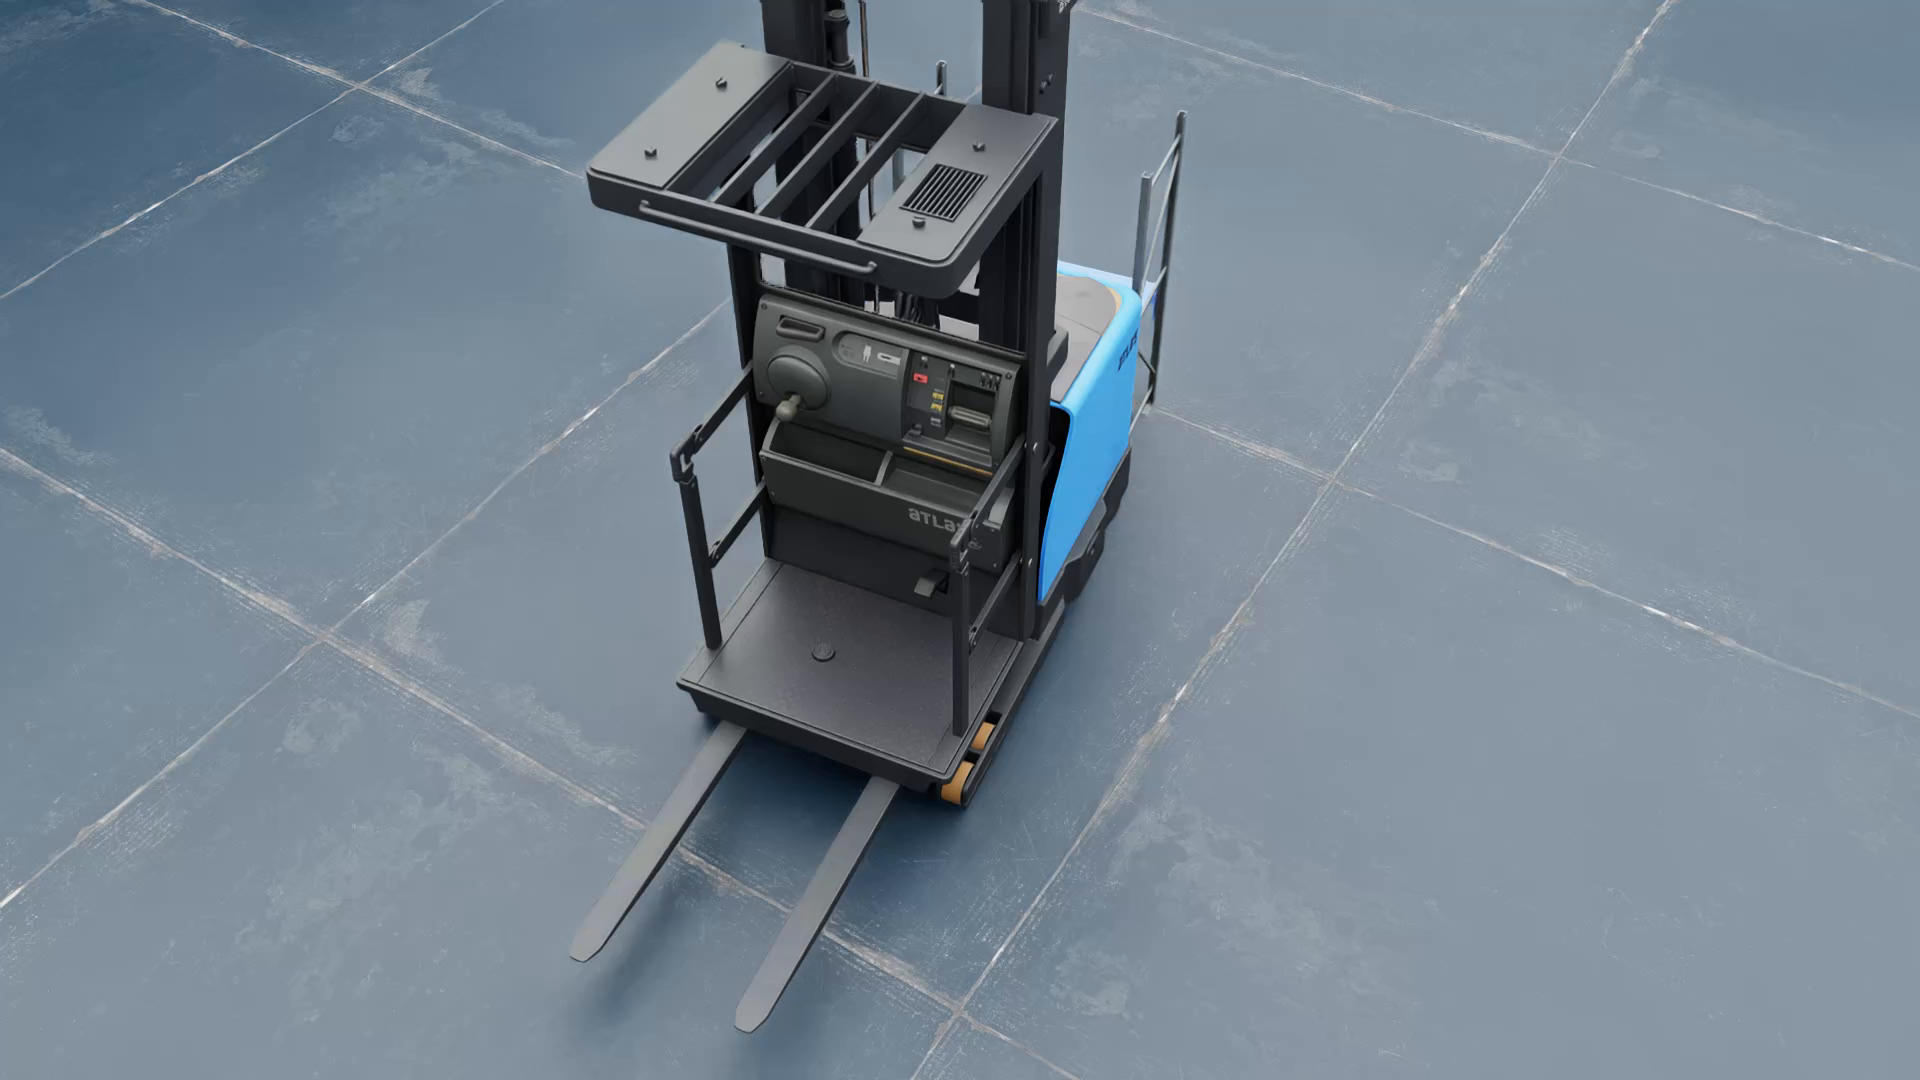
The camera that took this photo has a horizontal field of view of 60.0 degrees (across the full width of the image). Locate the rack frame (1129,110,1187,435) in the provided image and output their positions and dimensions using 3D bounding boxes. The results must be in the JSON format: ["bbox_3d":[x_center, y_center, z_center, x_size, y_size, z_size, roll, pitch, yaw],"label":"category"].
[{"bbox_3d":[0.783,-0.994,6.891,0.032,1.500,0.500,16,48,15],"label":"rack frame"}]

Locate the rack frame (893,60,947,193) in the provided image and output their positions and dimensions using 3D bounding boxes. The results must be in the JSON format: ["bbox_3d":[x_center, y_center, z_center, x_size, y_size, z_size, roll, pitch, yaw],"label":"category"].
[{"bbox_3d":[-0.160,-1.265,7.155,0.032,1.500,0.500,16,48,15],"label":"rack frame"}]

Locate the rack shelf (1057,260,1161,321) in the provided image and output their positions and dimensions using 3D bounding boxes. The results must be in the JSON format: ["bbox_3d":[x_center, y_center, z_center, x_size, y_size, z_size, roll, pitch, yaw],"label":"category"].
[{"bbox_3d":[0.312,-1.004,7.152,1.000,0.185,0.538,16,48,15],"label":"rack shelf"}]

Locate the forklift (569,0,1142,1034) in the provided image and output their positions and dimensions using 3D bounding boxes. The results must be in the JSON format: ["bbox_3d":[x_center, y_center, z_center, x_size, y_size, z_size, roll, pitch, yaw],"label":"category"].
[{"bbox_3d":[-0.343,-0.420,5.336,1.130,2.935,3.031,18,48,16],"label":"forklift"}]

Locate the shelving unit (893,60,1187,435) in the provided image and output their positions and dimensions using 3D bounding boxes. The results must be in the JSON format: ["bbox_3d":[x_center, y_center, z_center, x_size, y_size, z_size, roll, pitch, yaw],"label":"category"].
[{"bbox_3d":[0.312,-1.129,7.023,1.048,1.500,0.538,16,48,15],"label":"shelving unit"}]
